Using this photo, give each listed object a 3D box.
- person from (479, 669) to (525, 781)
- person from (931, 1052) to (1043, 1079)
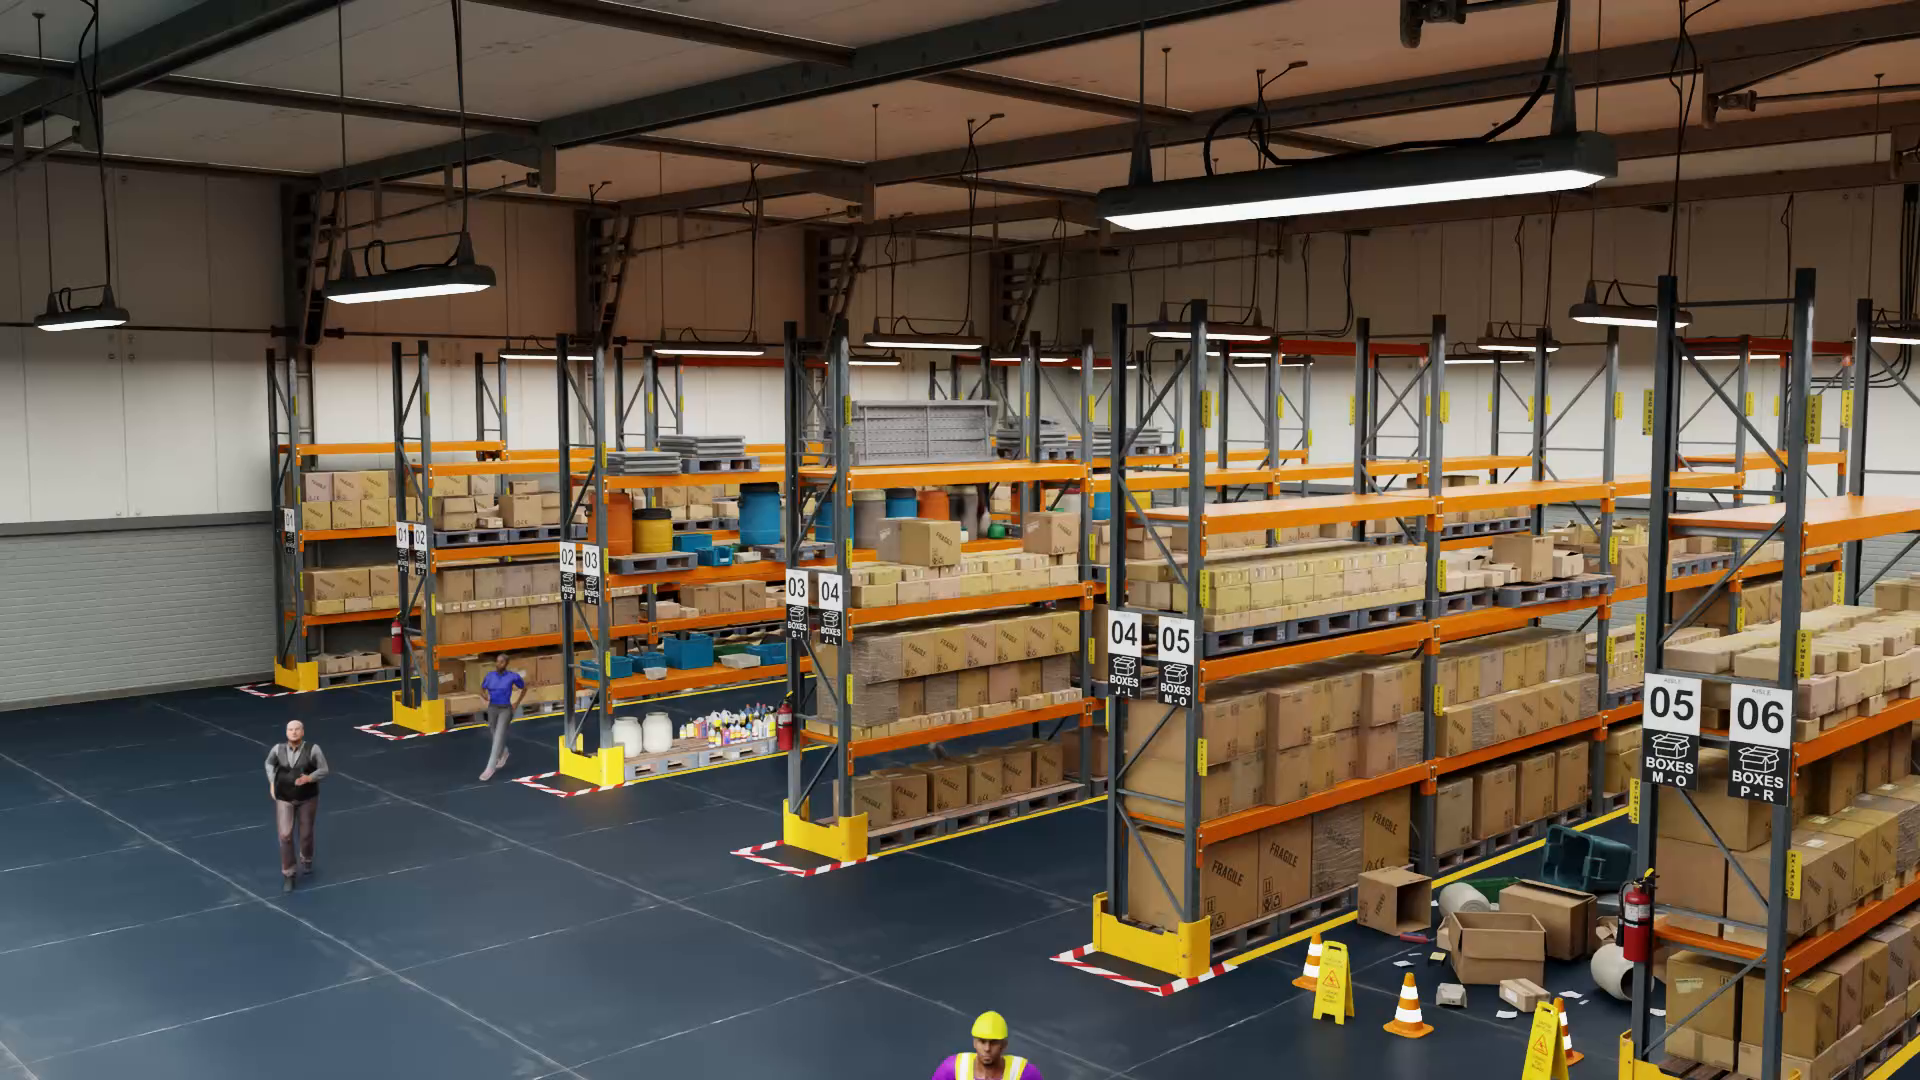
[{"bbox_3d":[-6.242,2.465,22.666,0.562,1.456,0.865,1,5,11],"label":"person"},{"bbox_3d":[0.170,3.182,9.332,0.673,0.638,0.428,0,5,0],"label":"person"}]
